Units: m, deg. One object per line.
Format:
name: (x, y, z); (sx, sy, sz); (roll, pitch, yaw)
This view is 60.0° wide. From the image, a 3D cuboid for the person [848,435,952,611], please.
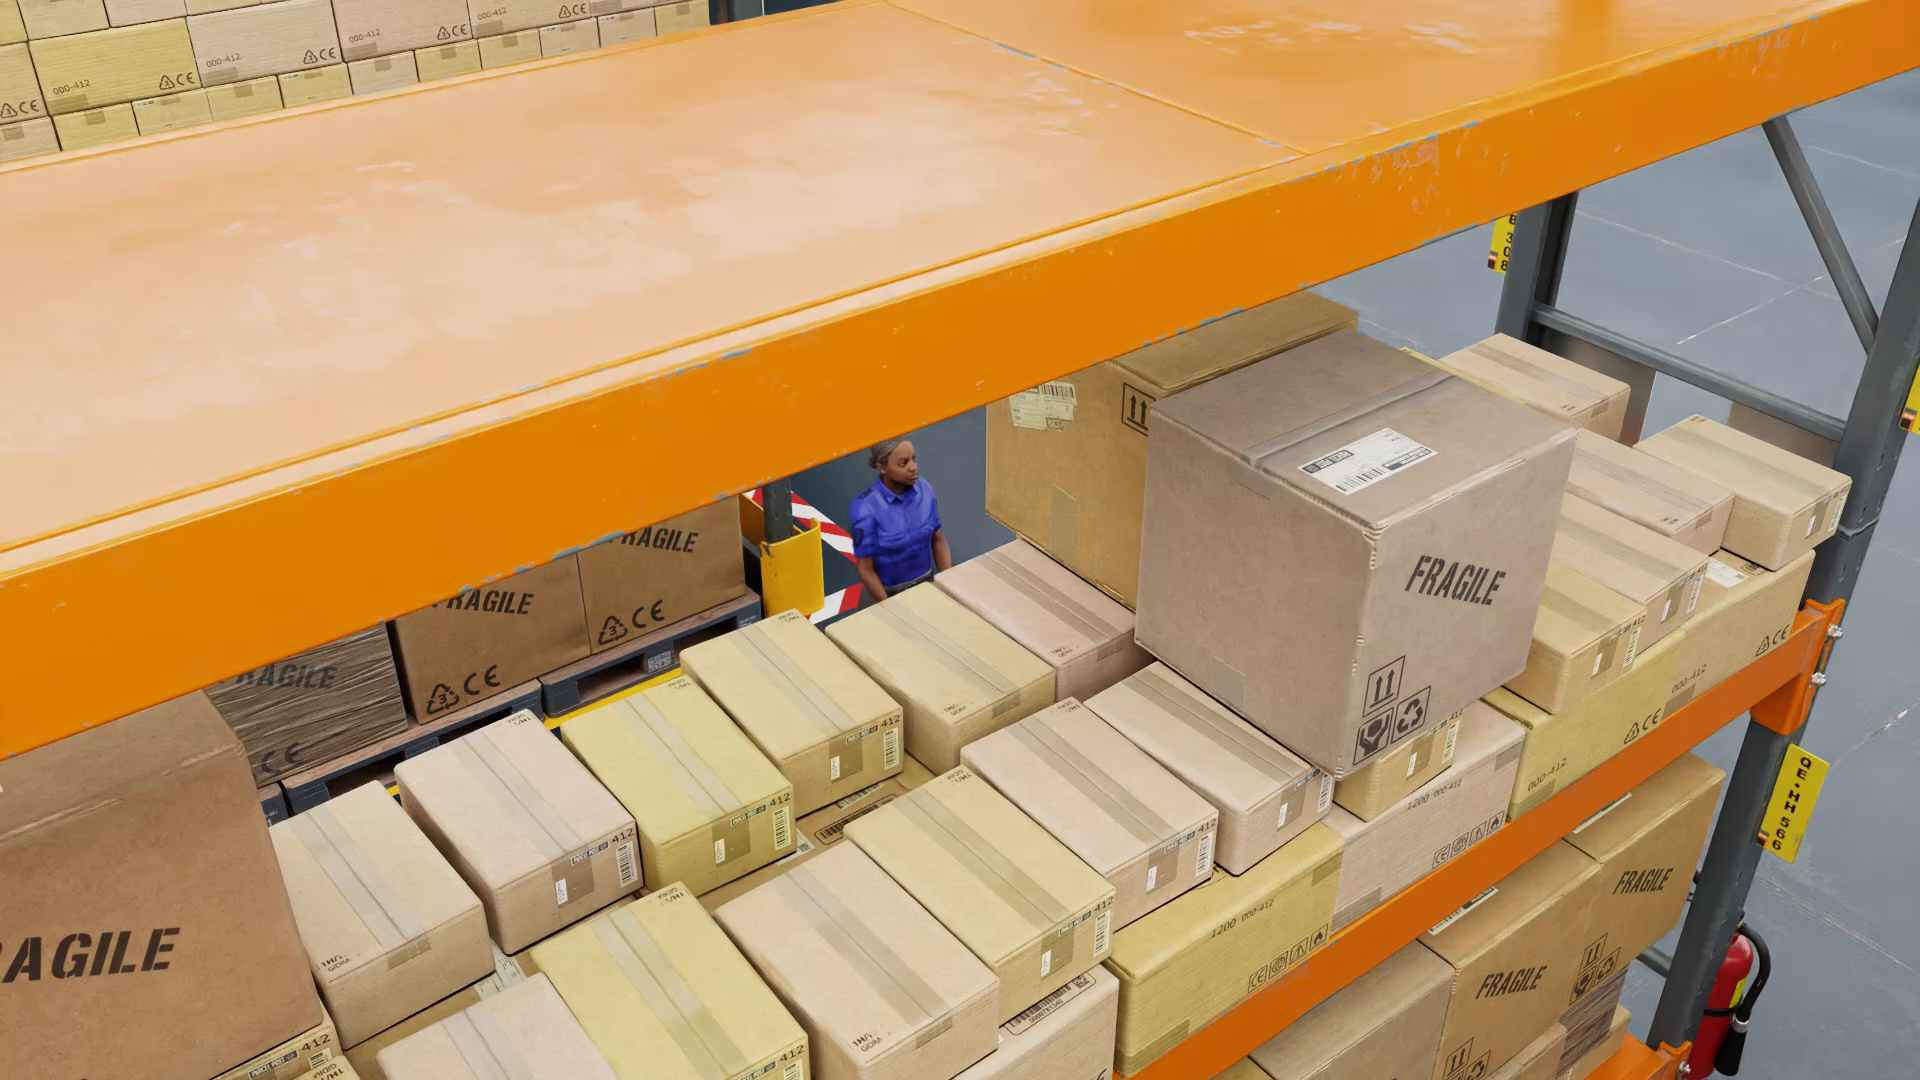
person: (-0.232, 0.302, 7.318); (0.505, 1.658, 0.445); (-24, 40, -33)
